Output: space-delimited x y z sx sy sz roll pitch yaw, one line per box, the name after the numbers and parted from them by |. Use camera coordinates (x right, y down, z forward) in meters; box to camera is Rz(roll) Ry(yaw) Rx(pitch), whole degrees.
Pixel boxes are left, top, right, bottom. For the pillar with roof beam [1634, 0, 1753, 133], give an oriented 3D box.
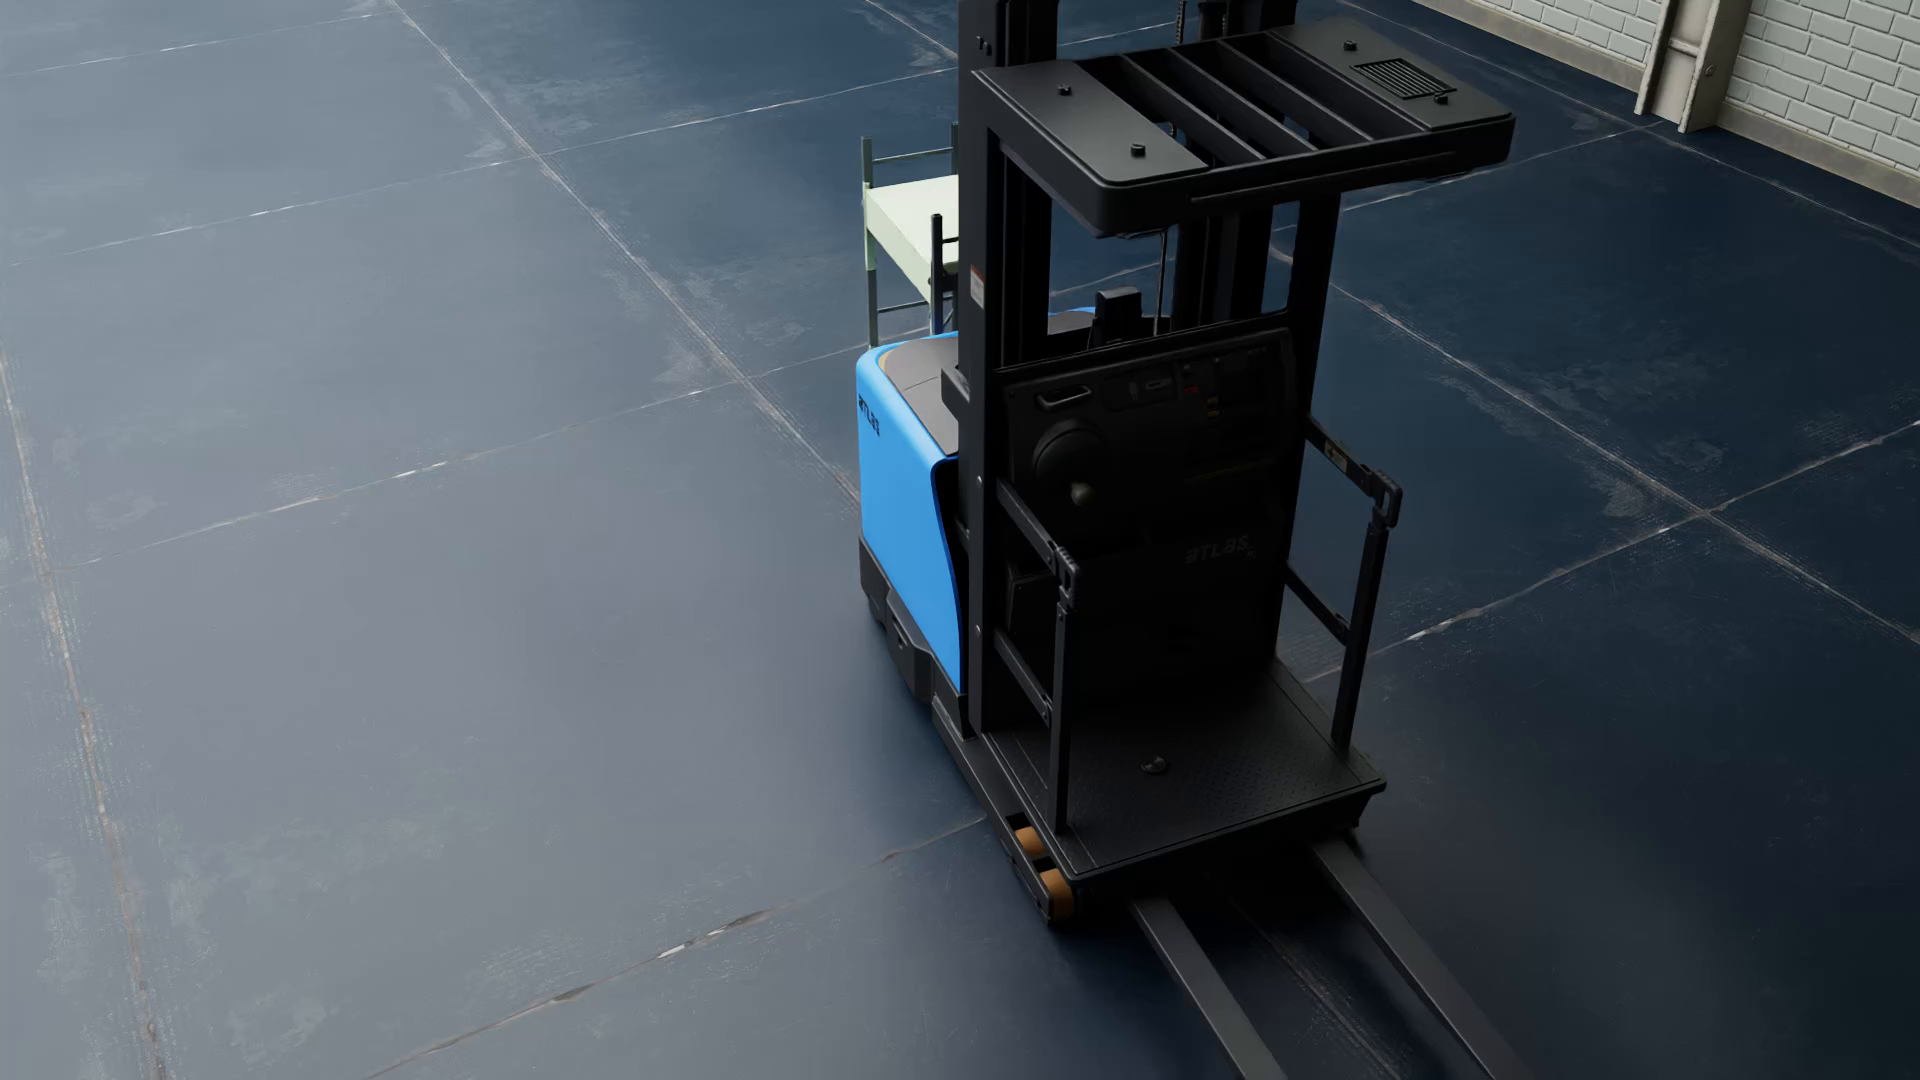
0.731 -4.985 5.946 9.100 9.000 0.400 -19 40 -24 | pillar with roof beam

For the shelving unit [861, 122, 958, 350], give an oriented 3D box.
-0.048 -0.758 6.516 0.431 1.500 0.755 -13 38 -18 | shelving unit

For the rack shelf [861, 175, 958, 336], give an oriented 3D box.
-0.048 -1.073 6.286 0.431 0.370 0.720 -13 38 -18 | rack shelf

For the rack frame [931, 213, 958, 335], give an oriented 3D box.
0.090 -0.558 6.242 0.400 1.500 0.023 -13 38 -18 | rack frame

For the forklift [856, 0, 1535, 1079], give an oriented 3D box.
0.644 -0.289 4.661 1.130 2.935 3.031 -14 38 -18 | forklift

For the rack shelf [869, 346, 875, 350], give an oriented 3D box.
-0.048 -0.495 6.708 0.431 0.370 0.720 -13 38 -18 | rack shelf

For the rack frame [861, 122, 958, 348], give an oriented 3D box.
-0.185 -0.958 6.790 0.400 1.500 0.023 -13 38 -18 | rack frame
